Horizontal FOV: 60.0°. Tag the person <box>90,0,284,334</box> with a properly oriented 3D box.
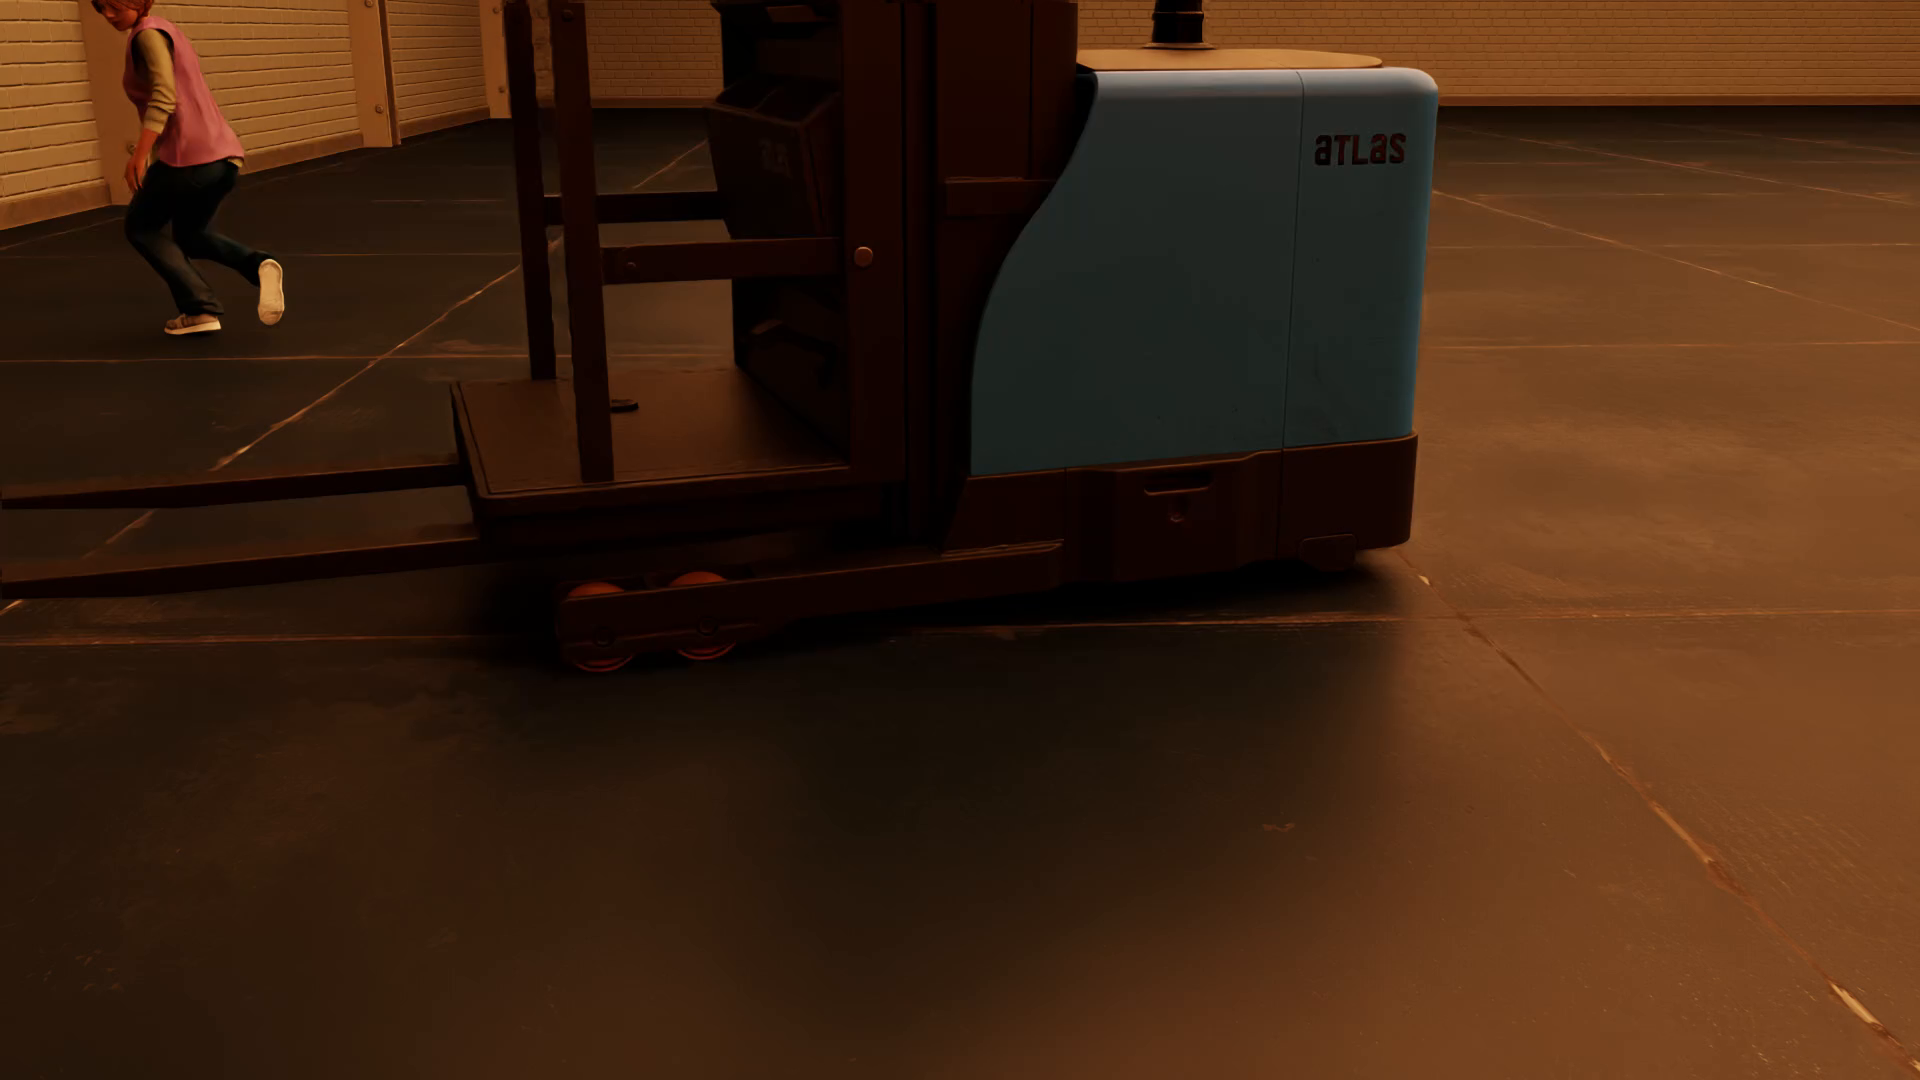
[{"bbox_3d":[-2.981,-1.496,6.463,0.583,1.402,0.692,1,17,3],"label":"person"}]

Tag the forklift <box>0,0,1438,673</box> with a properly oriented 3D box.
[{"bbox_3d":[-0.574,-1.328,3.247,3.031,2.935,1.130,-6,18,-18],"label":"forklift"}]
